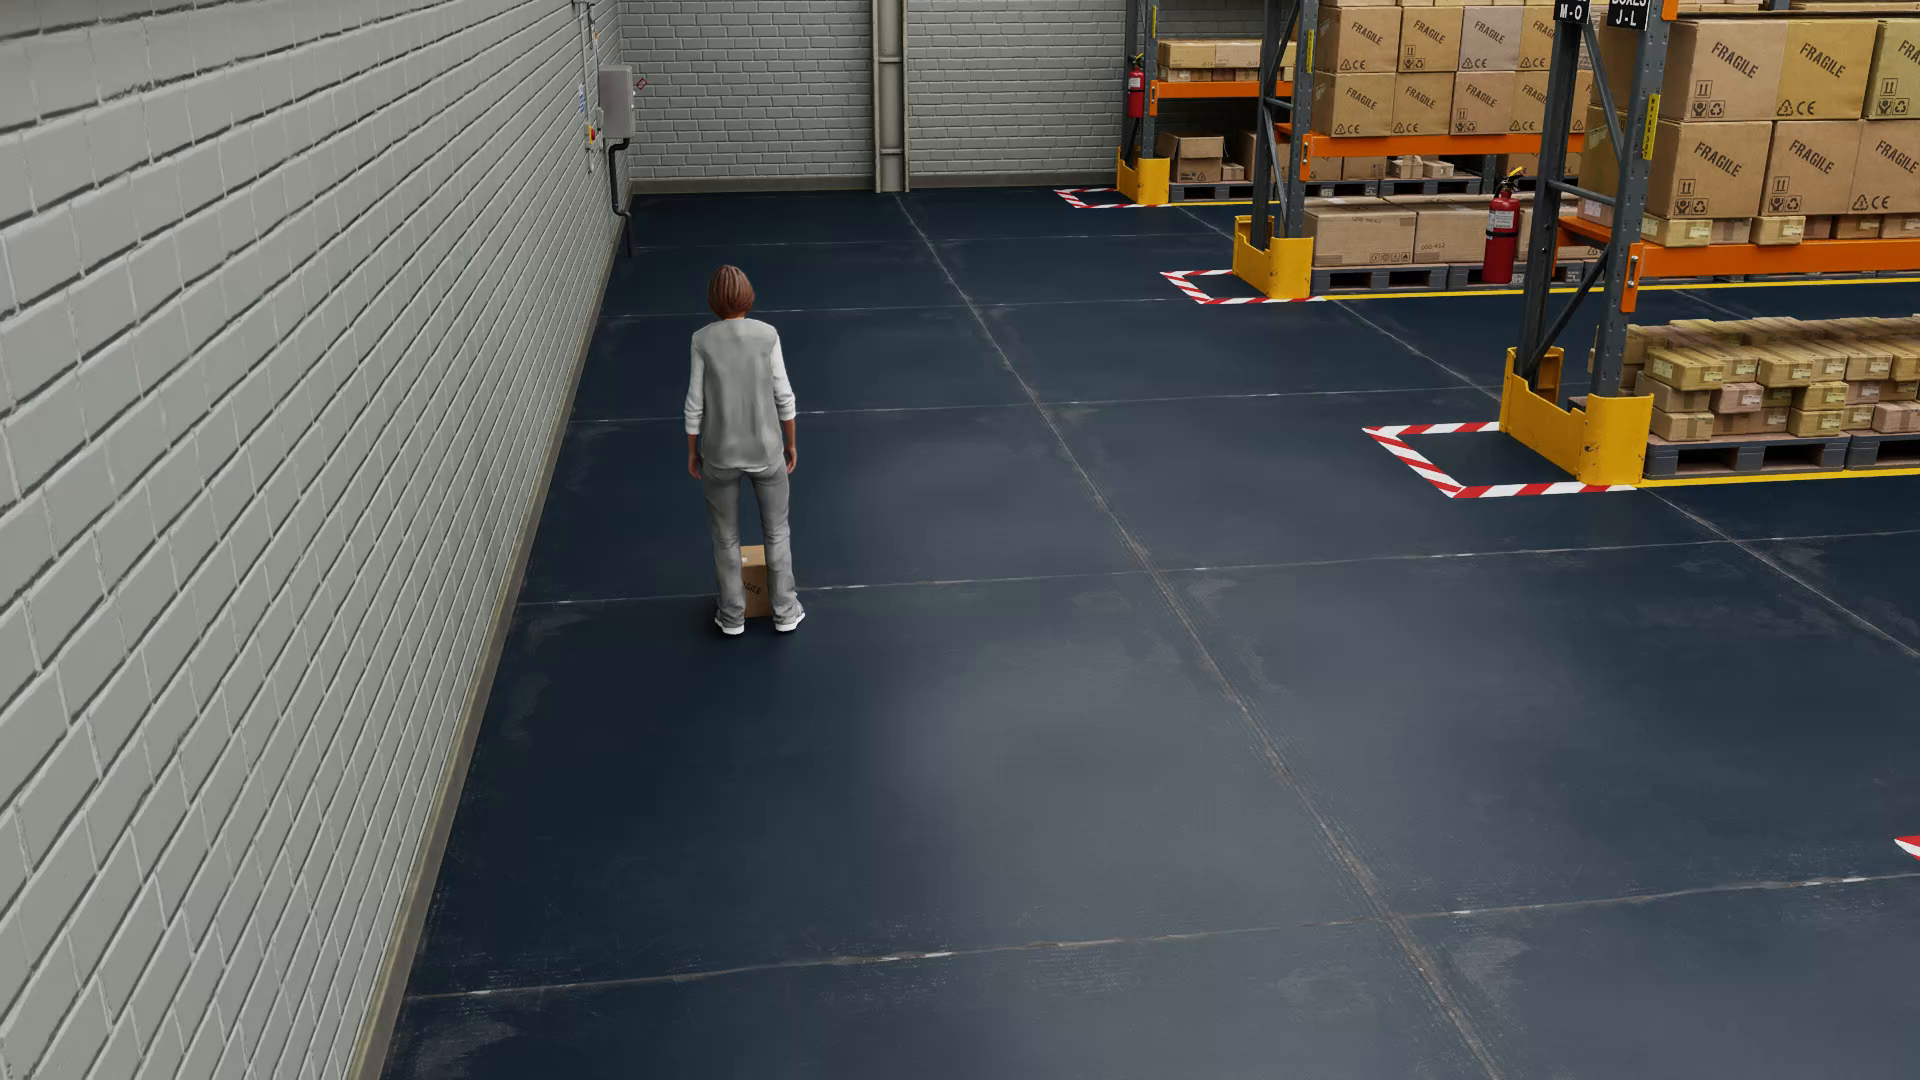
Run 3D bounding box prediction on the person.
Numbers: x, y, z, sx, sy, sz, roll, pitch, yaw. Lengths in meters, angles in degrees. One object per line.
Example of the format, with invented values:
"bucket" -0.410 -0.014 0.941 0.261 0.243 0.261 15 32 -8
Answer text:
"person" -0.919 -0.360 7.064 0.477 1.593 0.346 -3 21 -9
